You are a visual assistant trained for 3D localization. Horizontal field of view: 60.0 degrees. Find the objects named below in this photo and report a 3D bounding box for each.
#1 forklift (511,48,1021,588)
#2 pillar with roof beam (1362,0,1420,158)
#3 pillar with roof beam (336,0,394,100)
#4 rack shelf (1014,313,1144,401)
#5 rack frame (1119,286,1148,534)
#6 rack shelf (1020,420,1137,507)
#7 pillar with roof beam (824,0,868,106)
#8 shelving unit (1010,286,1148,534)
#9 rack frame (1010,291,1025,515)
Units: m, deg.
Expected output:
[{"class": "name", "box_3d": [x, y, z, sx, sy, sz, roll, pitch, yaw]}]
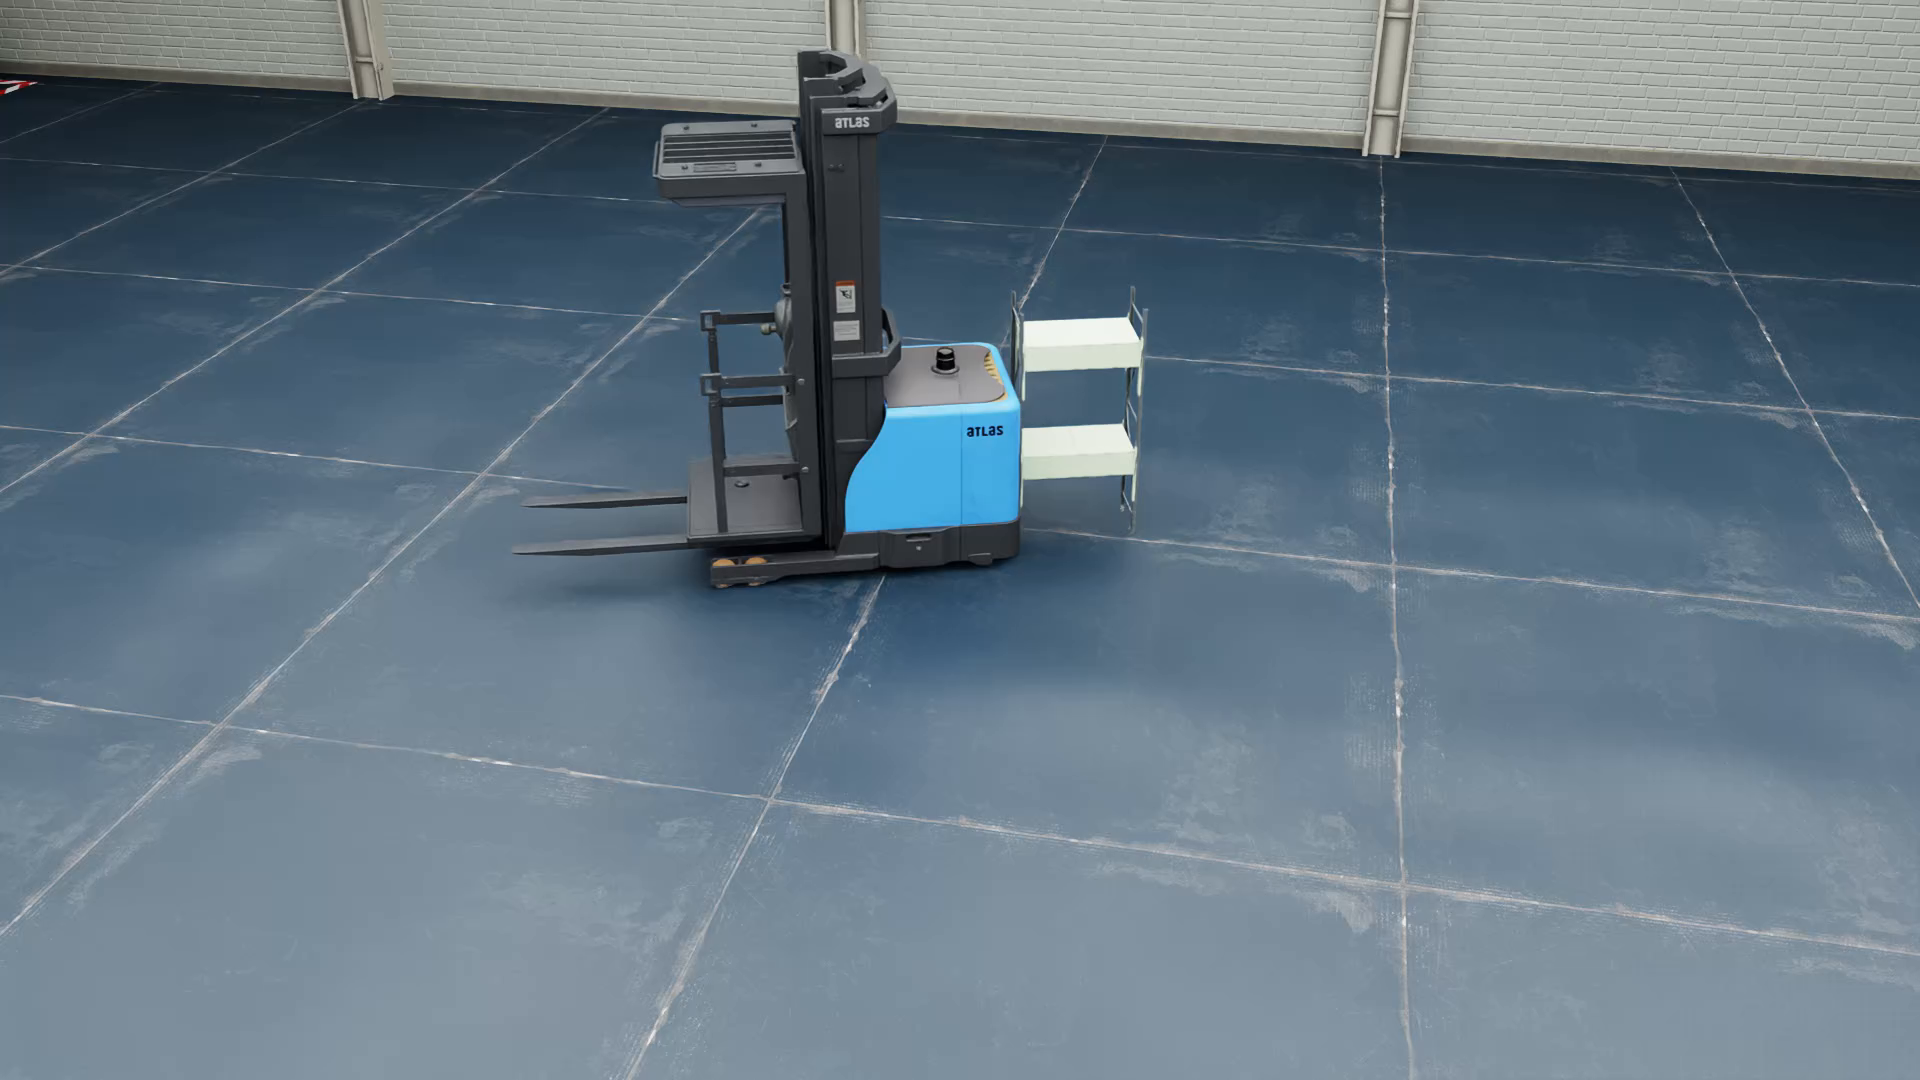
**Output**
[{"class": "forklift", "box_3d": [-1.193, -1.272, 9.684, 3.031, 2.935, 1.130, -4, 29, -7]}, {"class": "pillar with roof beam", "box_3d": [3.685, -6.143, 12.262, 0.400, 9.000, 9.100, 6, 29, 11]}, {"class": "pillar with roof beam", "box_3d": [-8.050, -7.346, 14.460, 0.400, 9.000, 9.100, 6, 29, 11]}, {"class": "rack shelf", "box_3d": [0.706, -1.111, 10.067, 0.720, 0.370, 0.431, -3, 29, -6]}, {"class": "rack frame", "box_3d": [1.070, -0.788, 10.290, 0.023, 1.500, 0.400, -3, 29, -6]}, {"class": "rack shelf", "box_3d": [0.706, -0.483, 10.411, 0.720, 0.370, 0.431, -3, 29, -6]}, {"class": "pillar with roof beam", "box_3d": [-2.183, -6.744, 13.361, 0.400, 9.000, 9.100, 6, 29, 11]}, {"class": "shelving unit", "box_3d": [0.706, -0.769, 10.254, 0.755, 1.500, 0.431, -3, 29, -6]}, {"class": "rack frame", "box_3d": [0.343, -0.749, 10.218, 0.023, 1.500, 0.400, -3, 29, -6]}]
